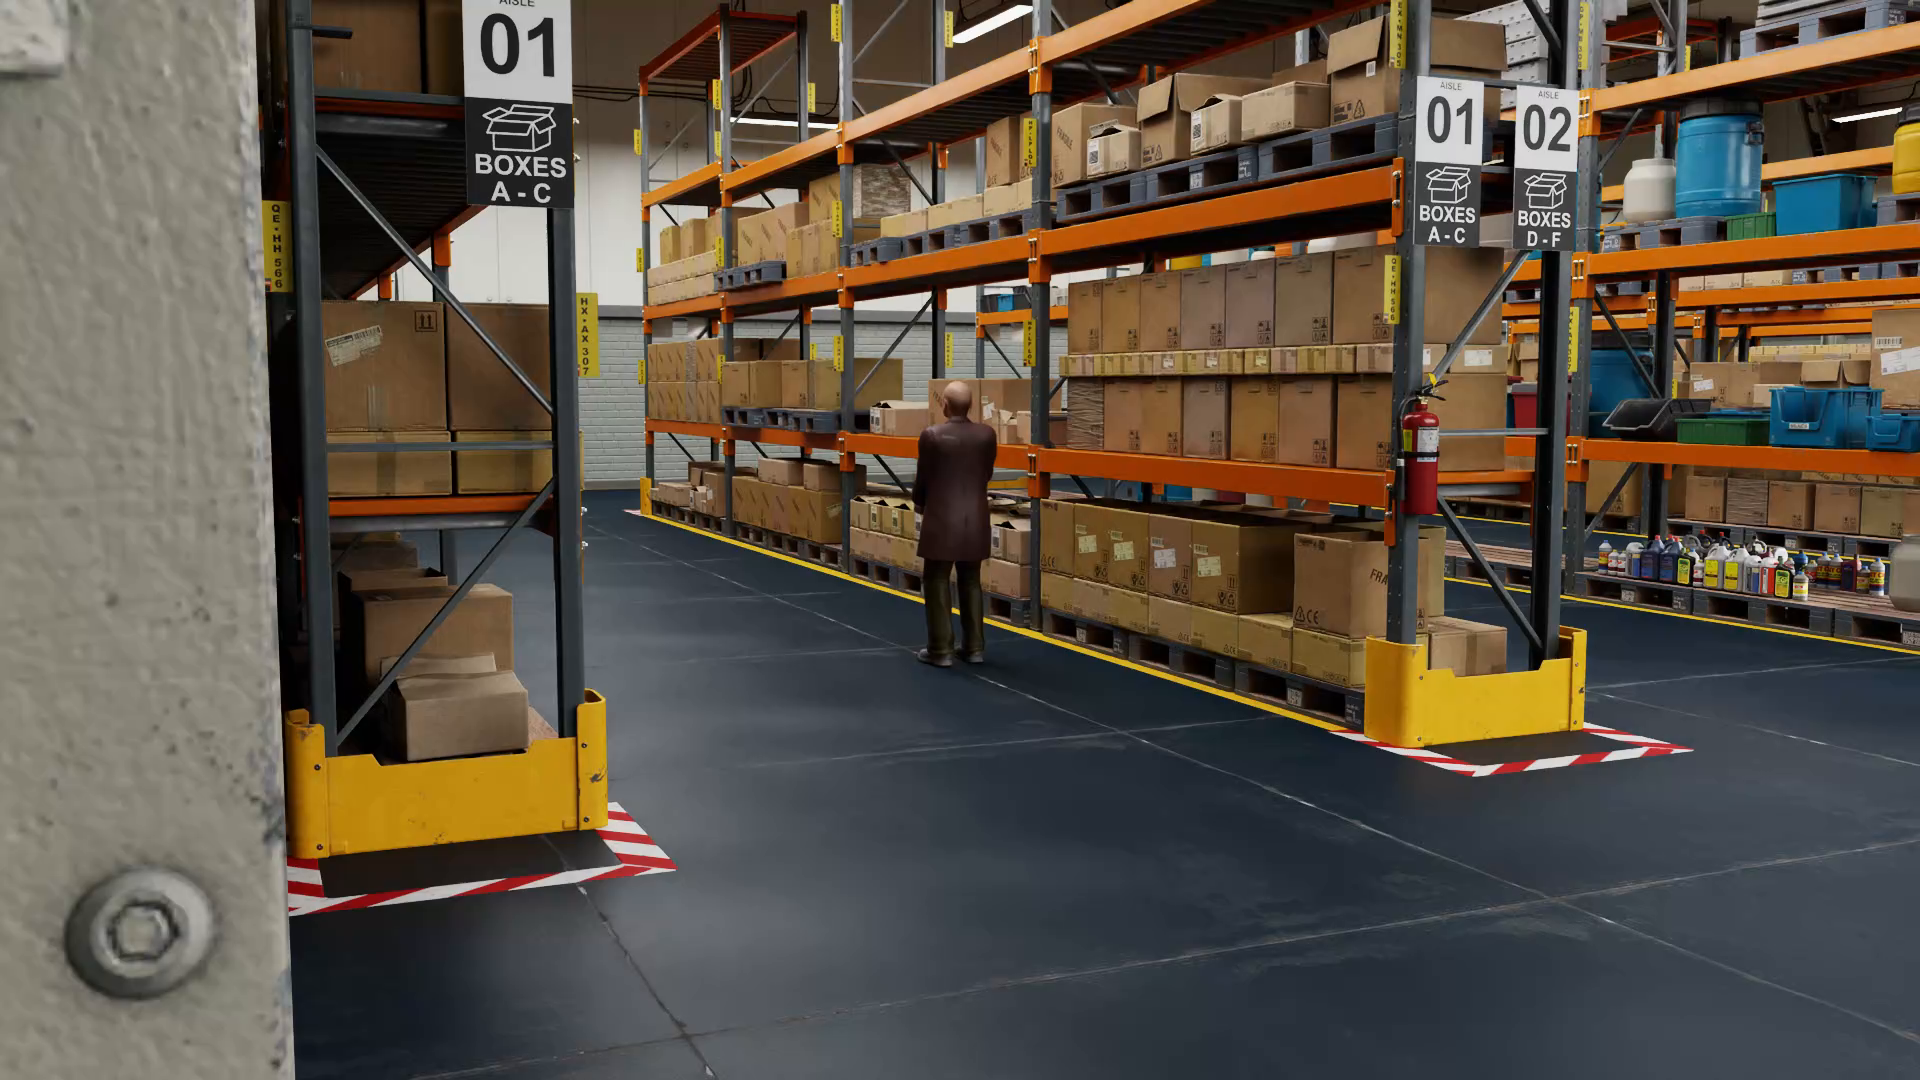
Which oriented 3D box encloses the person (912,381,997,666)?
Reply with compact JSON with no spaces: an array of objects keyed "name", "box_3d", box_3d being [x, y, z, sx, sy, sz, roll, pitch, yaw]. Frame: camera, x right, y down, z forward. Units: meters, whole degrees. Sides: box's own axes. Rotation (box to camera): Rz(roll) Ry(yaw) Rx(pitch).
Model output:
[{"name":"person","box_3d":[-0.070,-0.113,10.467,0.527,1.769,0.562,-2,6,-23]}]
